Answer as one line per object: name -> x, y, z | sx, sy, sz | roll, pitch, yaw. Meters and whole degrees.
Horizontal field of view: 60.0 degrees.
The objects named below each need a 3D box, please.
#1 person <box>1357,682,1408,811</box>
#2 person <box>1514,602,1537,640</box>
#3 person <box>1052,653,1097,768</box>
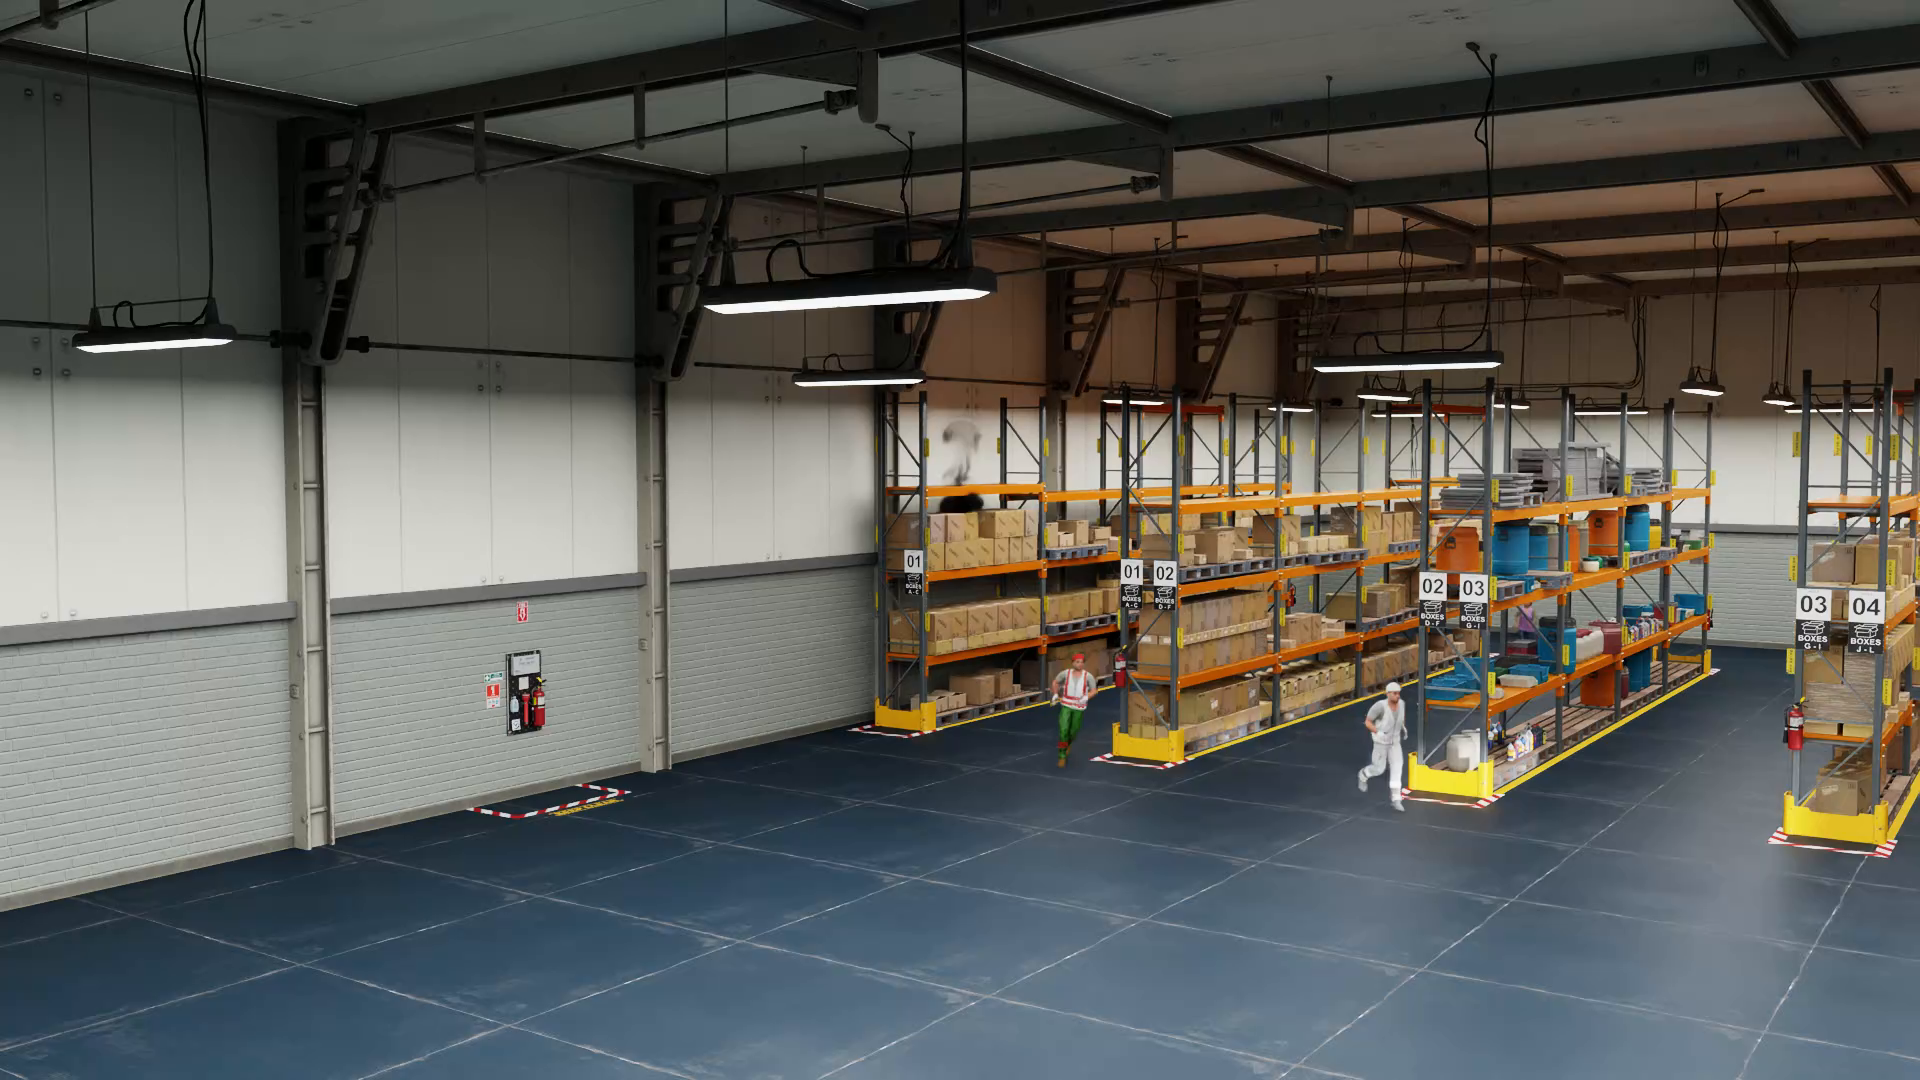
person -> 5.944, 2.829, 23.228 | 0.689, 1.742, 1.100 | -1, 3, -22
person -> 12.923, 2.118, 38.006 | 0.505, 1.539, 0.662 | 1, 3, 19
person -> 1.813, 2.673, 26.408 | 0.707, 1.779, 0.873 | 0, 3, 4
